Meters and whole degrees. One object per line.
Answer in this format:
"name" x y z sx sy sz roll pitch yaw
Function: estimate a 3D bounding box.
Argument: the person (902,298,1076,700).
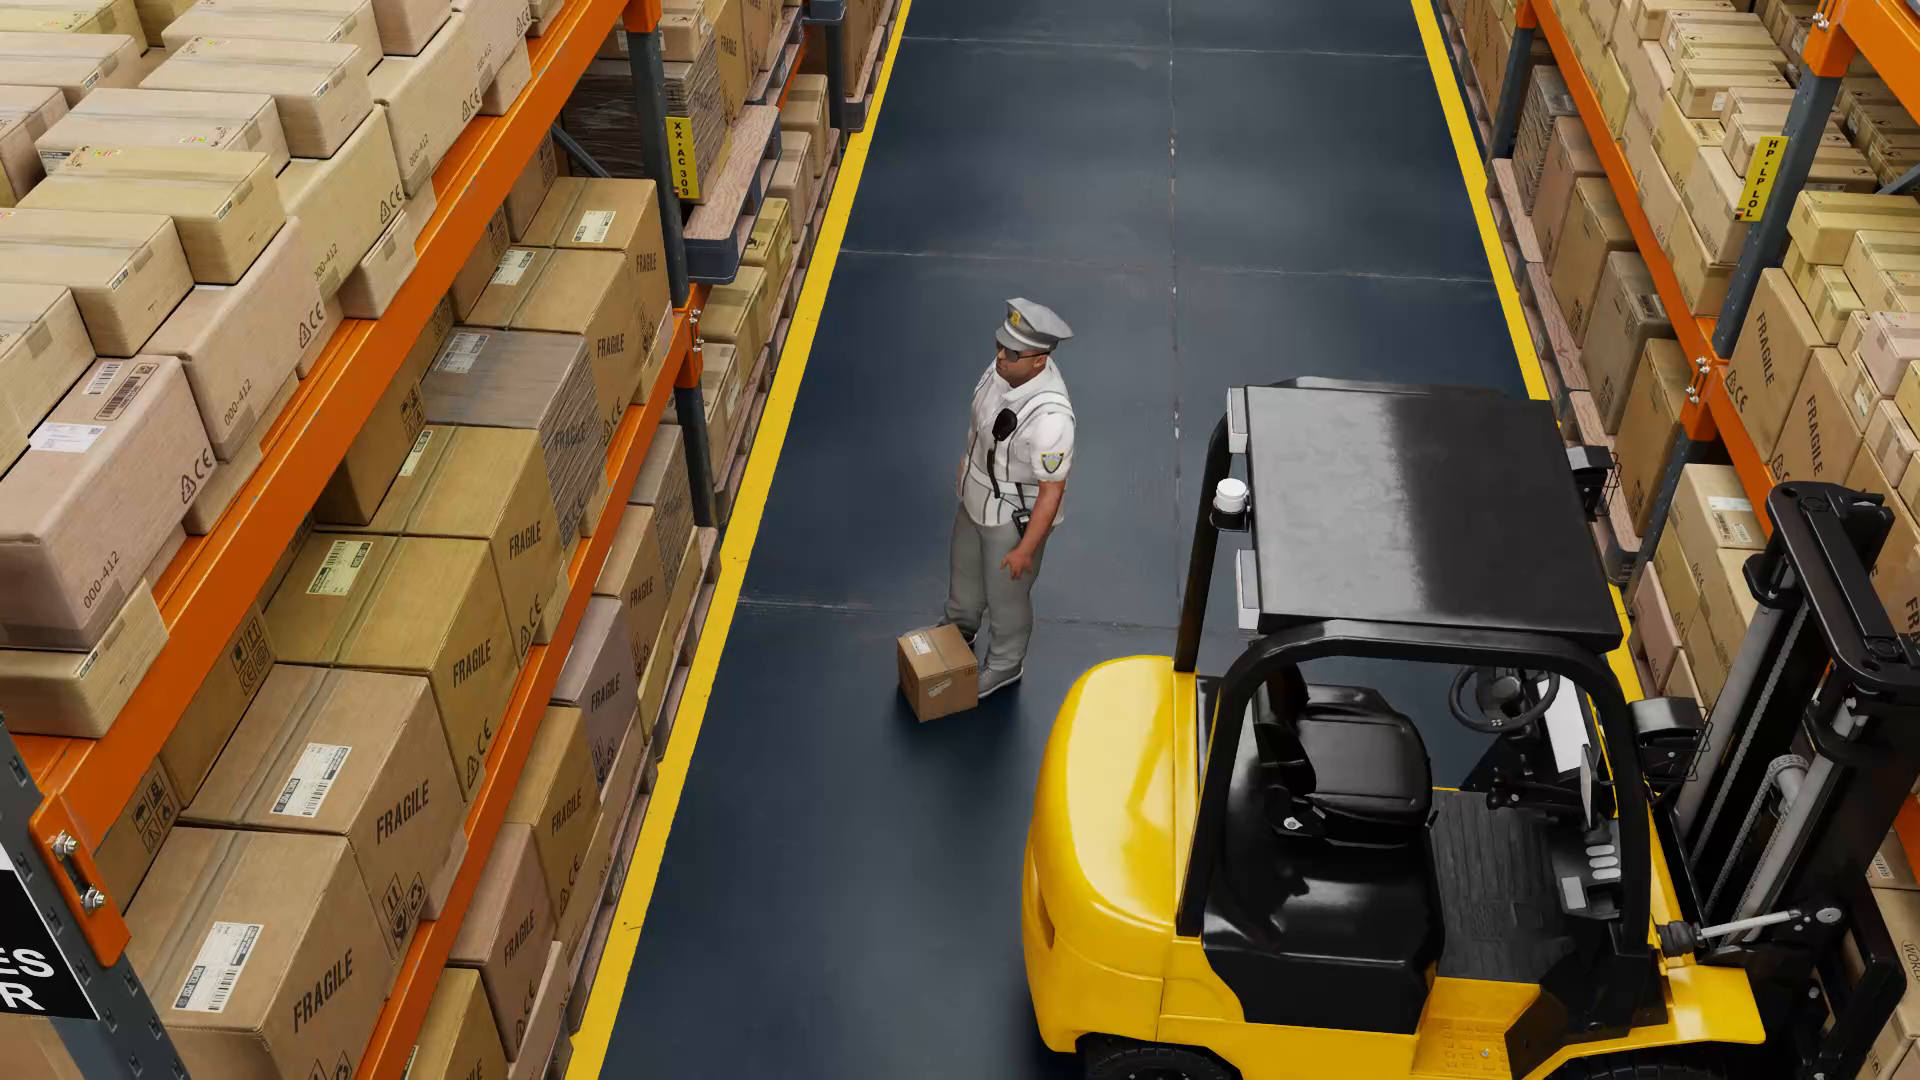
"person" 0.101 -0.129 6.267 0.574 1.781 0.641 -13 41 -15
